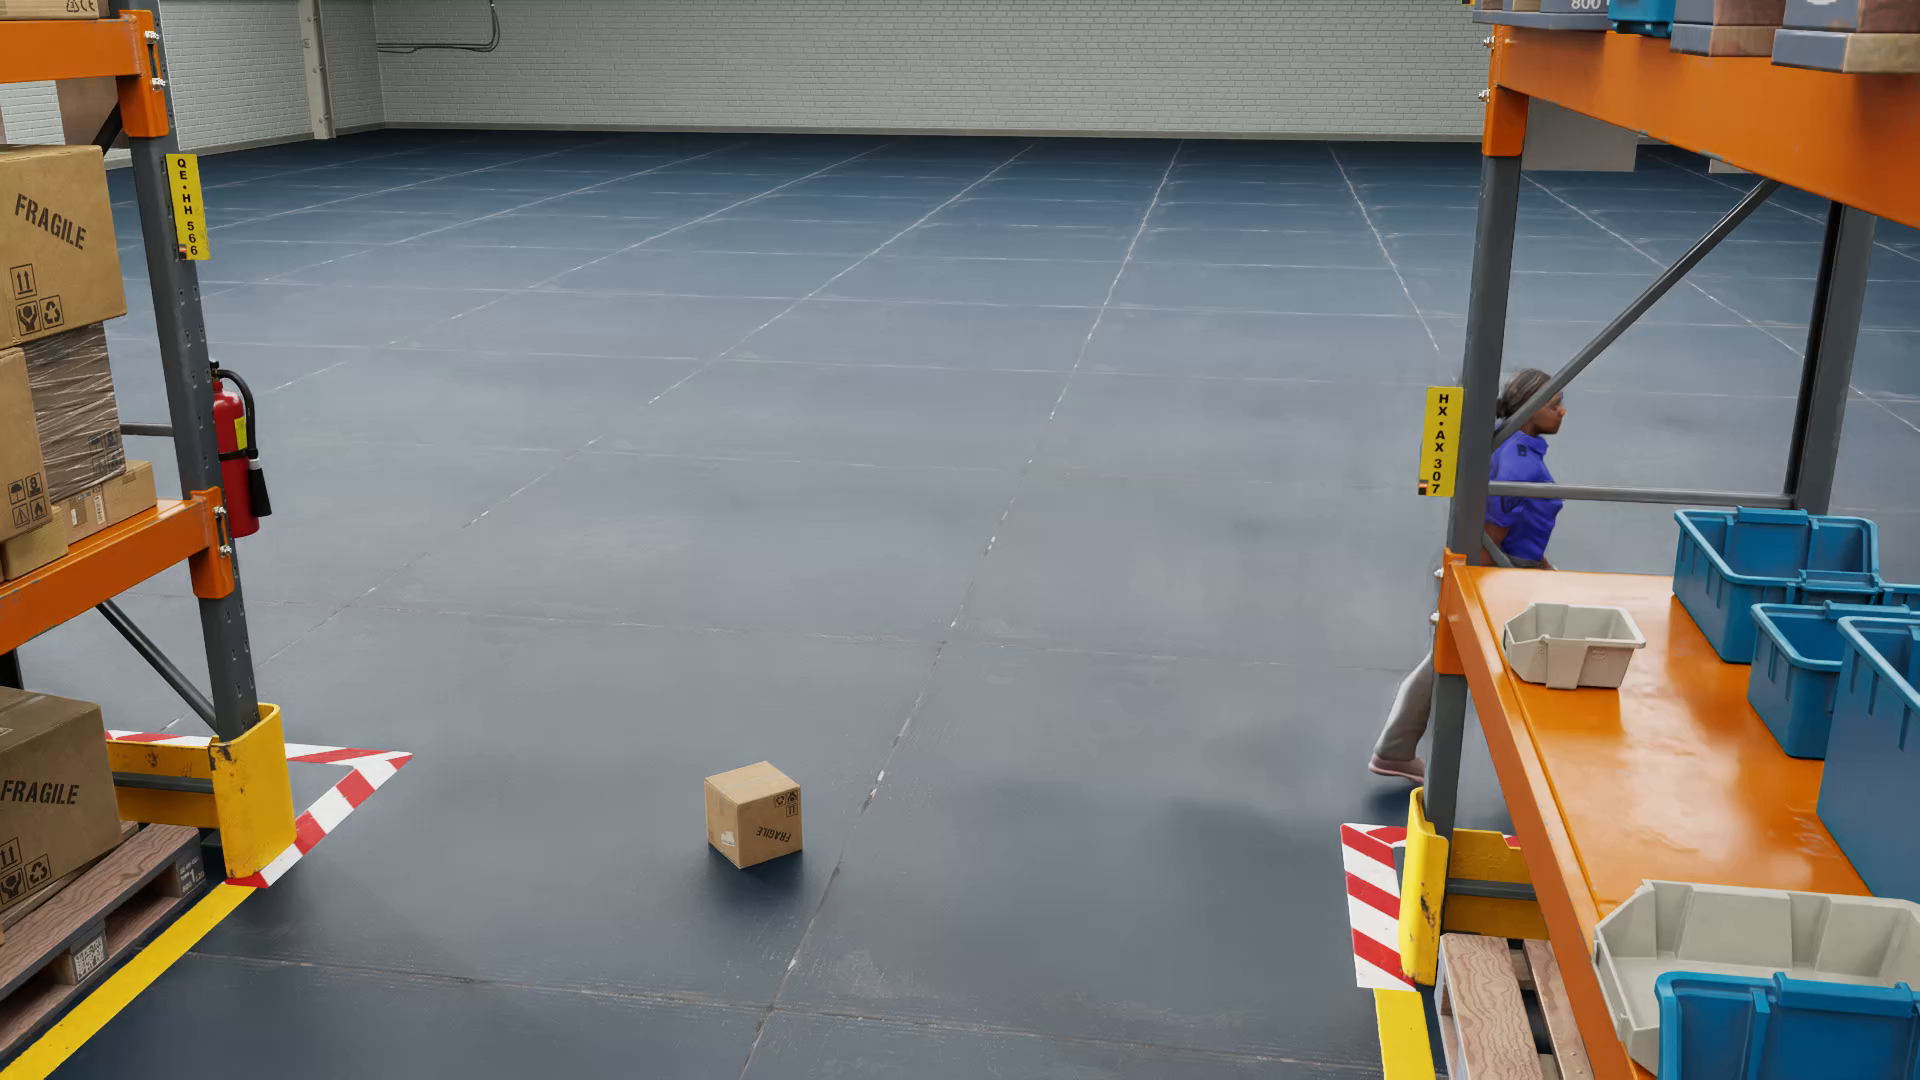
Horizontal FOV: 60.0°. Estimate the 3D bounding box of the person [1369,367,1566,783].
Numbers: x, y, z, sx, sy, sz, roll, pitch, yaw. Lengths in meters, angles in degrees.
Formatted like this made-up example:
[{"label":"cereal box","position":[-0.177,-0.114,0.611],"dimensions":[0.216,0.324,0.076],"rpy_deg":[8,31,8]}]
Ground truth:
[{"label":"person","position":[2.037,0.166,6.046],"dimensions":[0.964,1.615,0.467],"rpy_deg":[1,18,3]}]
